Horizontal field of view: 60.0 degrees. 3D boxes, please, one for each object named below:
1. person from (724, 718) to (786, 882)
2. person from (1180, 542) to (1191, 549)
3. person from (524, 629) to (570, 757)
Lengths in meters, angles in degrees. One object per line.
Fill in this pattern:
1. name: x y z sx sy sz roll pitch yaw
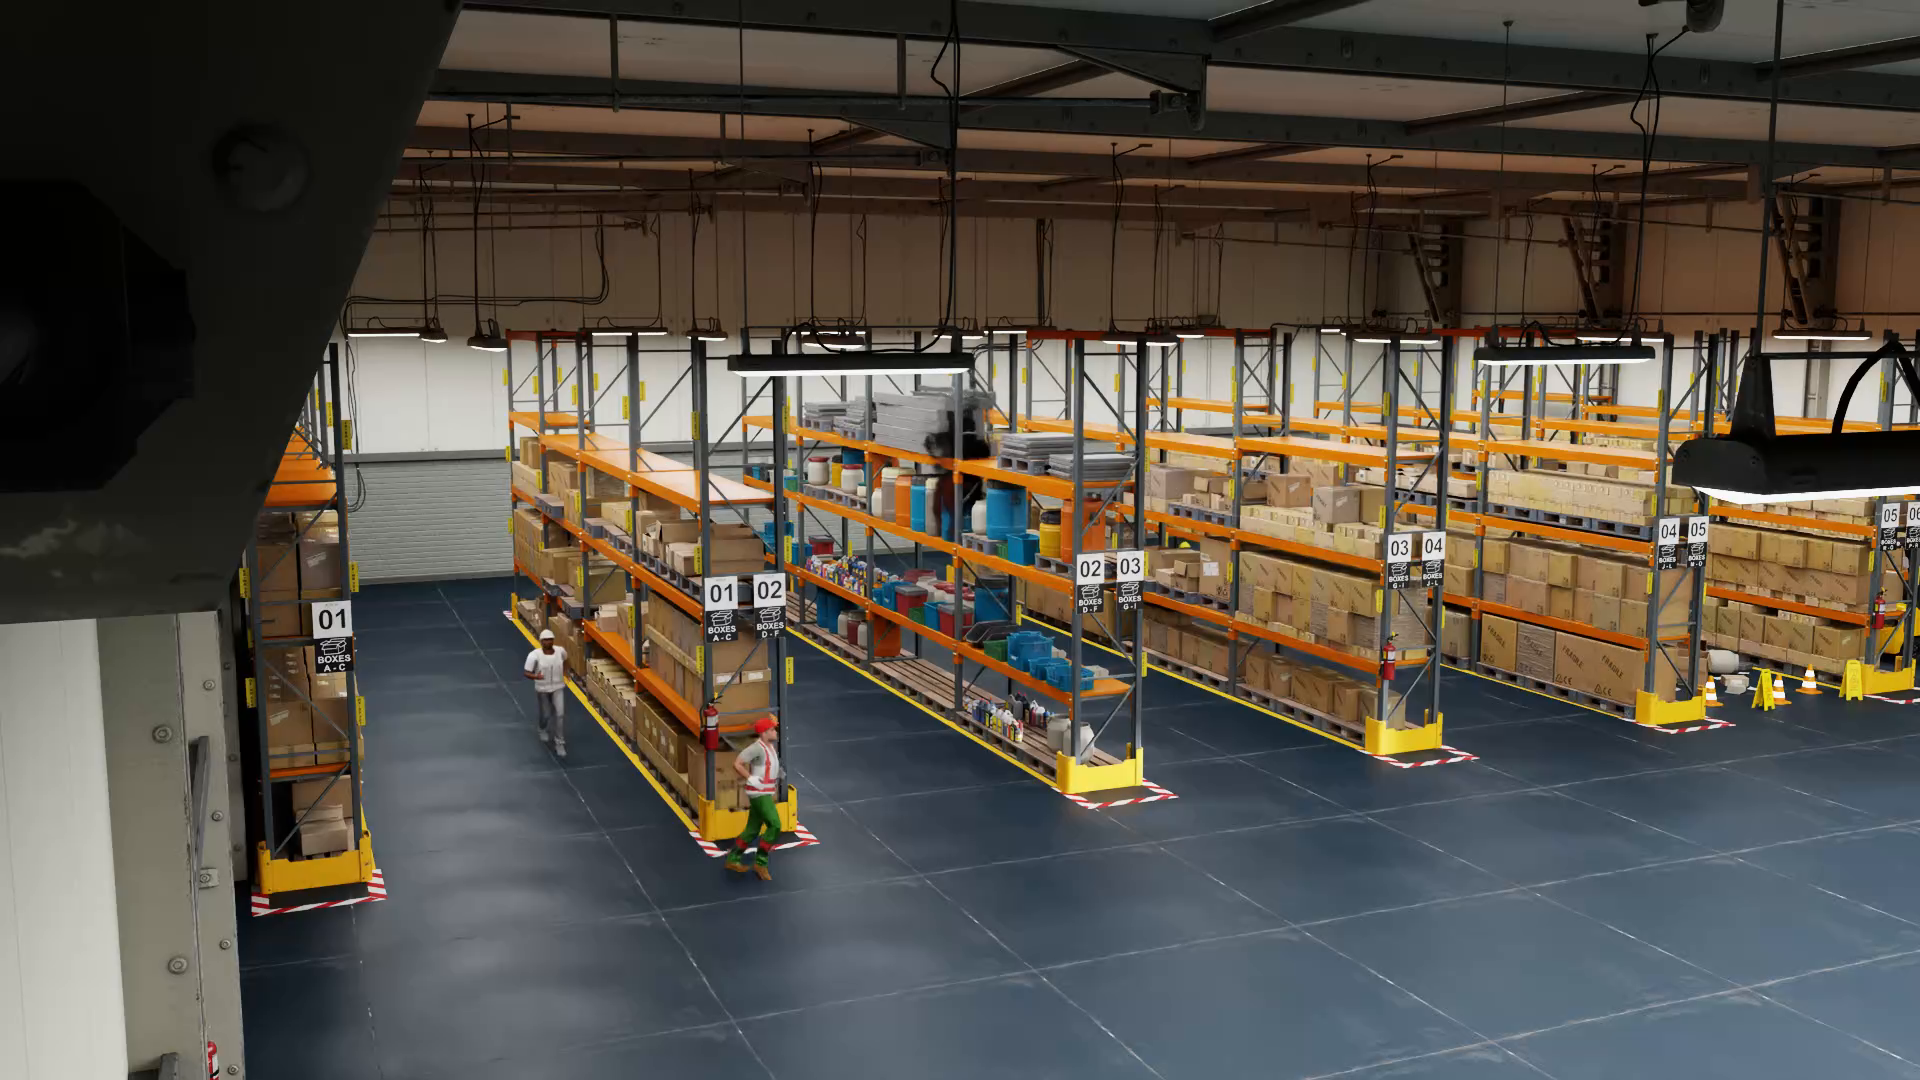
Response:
1. person: -2.306 2.918 18.905 0.673 1.795 0.721 1 8 8
2. person: 4.519 0.907 33.414 0.709 1.745 0.972 -4 9 -26
3. person: -5.954 2.175 24.086 0.694 1.788 0.957 -4 9 -25
